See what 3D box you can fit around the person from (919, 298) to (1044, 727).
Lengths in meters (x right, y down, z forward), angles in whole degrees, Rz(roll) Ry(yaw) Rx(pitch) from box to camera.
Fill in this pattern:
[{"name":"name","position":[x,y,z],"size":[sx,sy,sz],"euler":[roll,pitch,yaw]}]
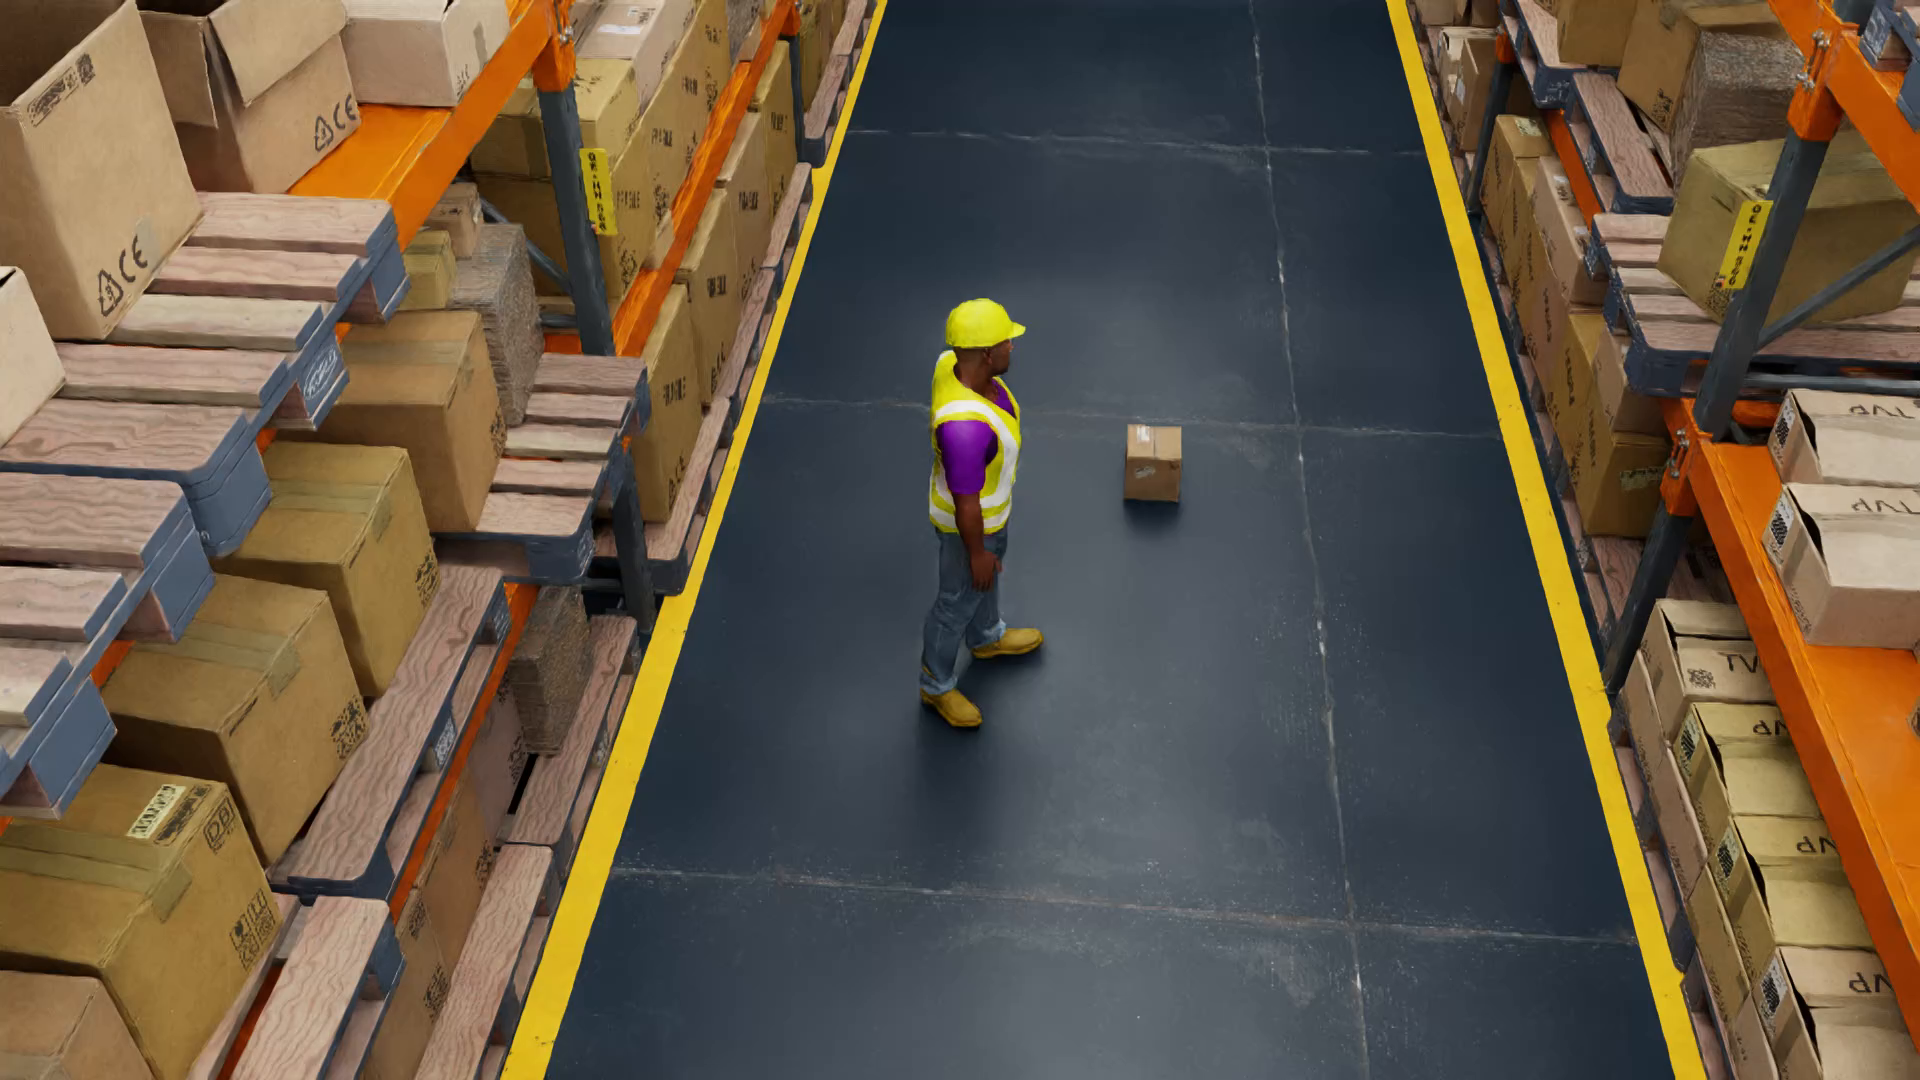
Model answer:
[{"name":"person","position":[0.090,-0.125,6.256],"size":[0.494,1.759,0.651],"euler":[3,40,3]}]
